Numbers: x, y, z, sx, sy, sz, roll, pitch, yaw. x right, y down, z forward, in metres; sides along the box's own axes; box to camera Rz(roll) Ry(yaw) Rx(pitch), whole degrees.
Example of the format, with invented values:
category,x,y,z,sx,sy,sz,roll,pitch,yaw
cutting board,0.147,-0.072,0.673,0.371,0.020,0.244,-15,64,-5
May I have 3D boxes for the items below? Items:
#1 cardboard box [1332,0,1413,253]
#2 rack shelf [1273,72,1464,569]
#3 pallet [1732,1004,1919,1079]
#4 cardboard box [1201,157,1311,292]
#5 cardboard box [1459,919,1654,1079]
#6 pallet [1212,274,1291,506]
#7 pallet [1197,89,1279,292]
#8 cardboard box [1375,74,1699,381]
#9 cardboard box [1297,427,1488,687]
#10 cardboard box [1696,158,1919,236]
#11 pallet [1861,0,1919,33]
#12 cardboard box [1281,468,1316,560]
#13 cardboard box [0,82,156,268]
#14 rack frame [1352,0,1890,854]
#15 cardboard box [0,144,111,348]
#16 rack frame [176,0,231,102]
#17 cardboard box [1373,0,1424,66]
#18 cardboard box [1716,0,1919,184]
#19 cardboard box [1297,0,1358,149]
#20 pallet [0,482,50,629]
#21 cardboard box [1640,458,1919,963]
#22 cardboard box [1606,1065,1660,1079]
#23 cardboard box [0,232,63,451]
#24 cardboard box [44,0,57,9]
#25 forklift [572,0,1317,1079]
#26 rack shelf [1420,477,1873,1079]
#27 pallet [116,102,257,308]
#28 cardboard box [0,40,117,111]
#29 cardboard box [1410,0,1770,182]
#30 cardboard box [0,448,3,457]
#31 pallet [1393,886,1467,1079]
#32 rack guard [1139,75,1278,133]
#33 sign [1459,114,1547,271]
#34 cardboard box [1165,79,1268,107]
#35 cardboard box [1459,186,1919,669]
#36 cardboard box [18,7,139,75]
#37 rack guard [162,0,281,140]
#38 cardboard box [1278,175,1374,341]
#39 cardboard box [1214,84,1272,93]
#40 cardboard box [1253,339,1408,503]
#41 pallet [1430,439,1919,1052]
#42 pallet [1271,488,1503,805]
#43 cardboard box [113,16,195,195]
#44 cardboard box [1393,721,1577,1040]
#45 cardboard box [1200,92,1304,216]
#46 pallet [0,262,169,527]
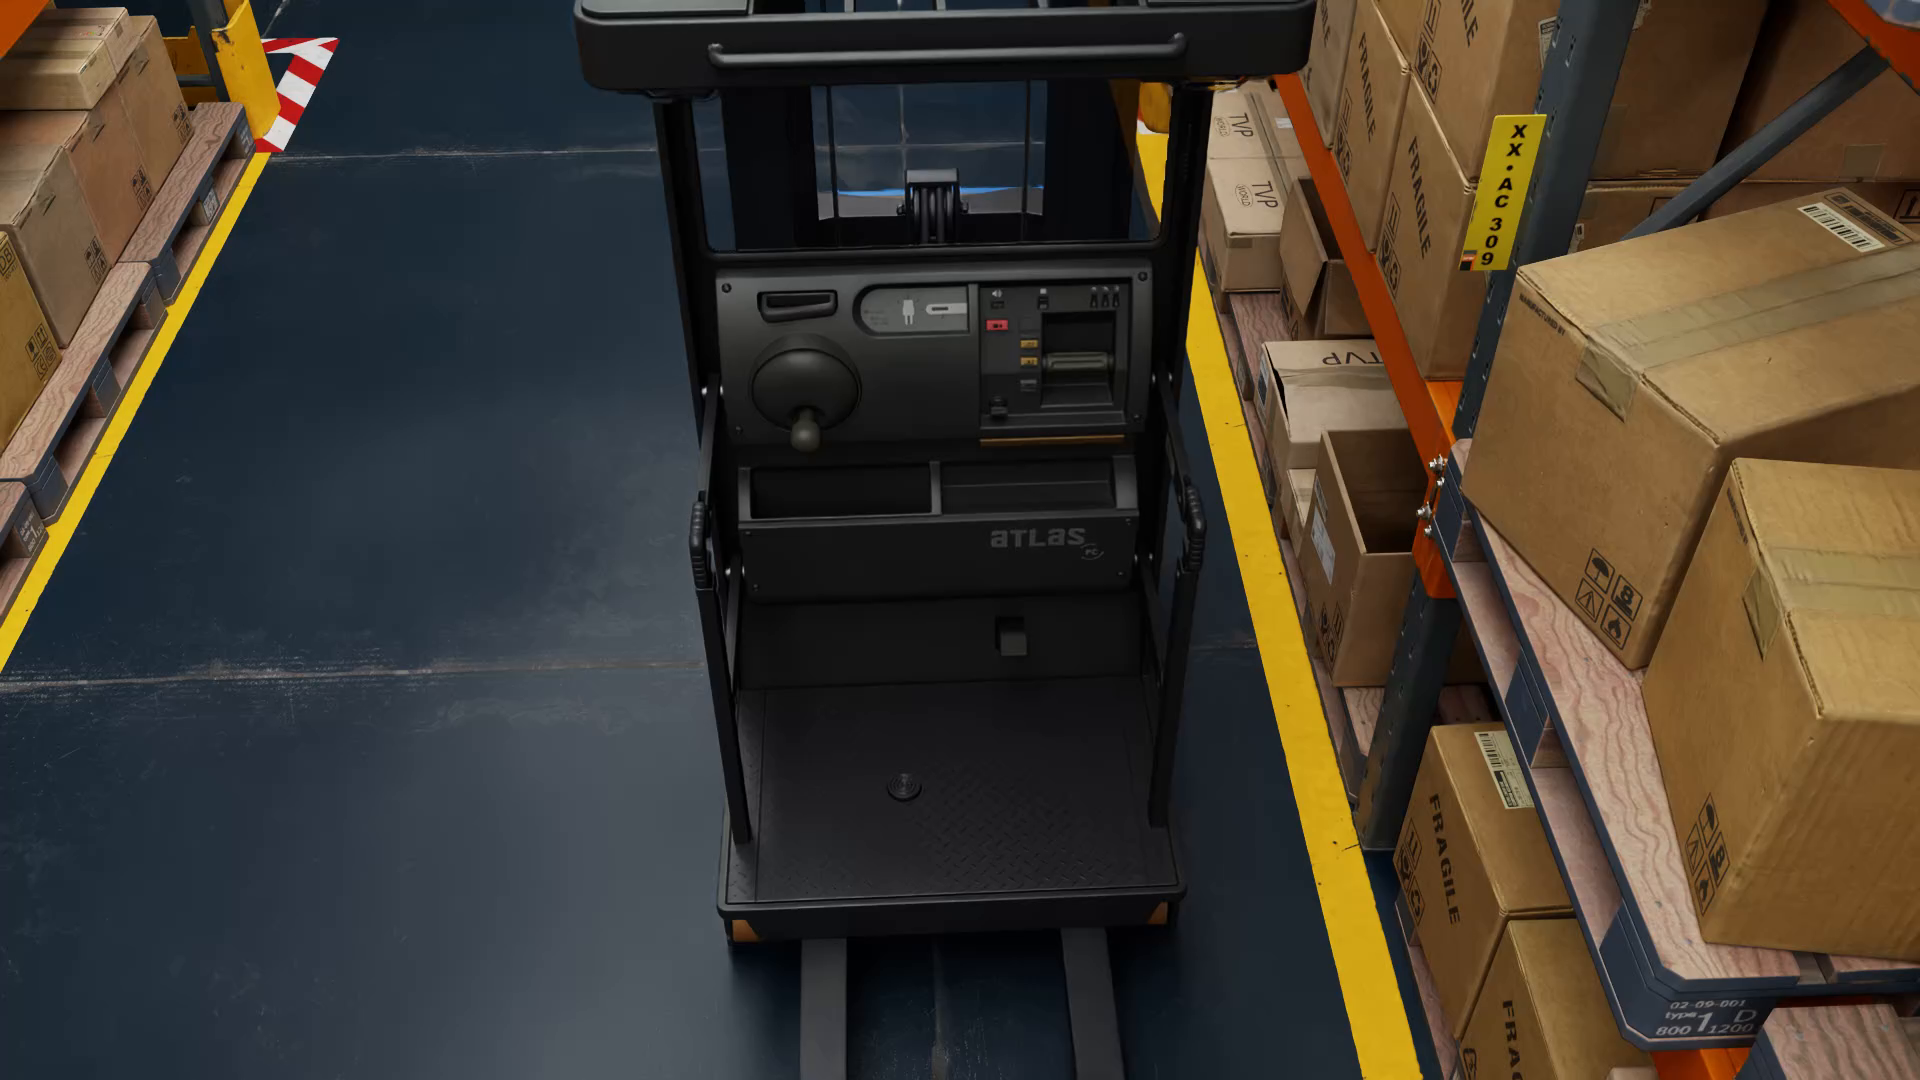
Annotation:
category,x,y,z,sx,sy,sz,roll,pitch,yaw
cardboard box,1.249,-1.057,4.109,0.500,0.500,0.500,-1,43,-1
rack shelf,1.465,-1.427,5.119,1.077,0.370,4.000,-2,43,-2
pallet,1.633,1.117,1.954,1.003,0.211,1.213,-2,43,-2
cardboard box,1.162,-1.140,5.984,0.500,0.250,0.500,-2,43,-2
cardboard box,1.361,1.111,3.342,0.500,0.500,0.500,-1,43,-1
pallet,1.467,-0.603,5.752,1.003,0.211,1.213,-2,43,-2
pallet,1.418,-1.425,6.648,1.003,0.211,1.213,-2,43,-2
cardboard box,1.272,-0.709,3.729,0.500,0.500,0.500,-1,43,-1
cardboard box,1.242,0.041,4.510,0.500,0.500,0.500,-2,43,-2
cardboard box,1.800,-0.731,3.753,0.500,0.500,0.500,-1,43,-1
pallet,1.507,-0.936,1.970,1.213,0.211,1.003,-2,43,-2
cardboard box,1.166,-0.081,4.903,0.380,0.149,0.250,-2,43,-2
cardboard box,-3.418,-1.323,6.013,0.700,0.500,0.500,-2,43,-2
rack frame,1.550,-0.342,3.403,1.000,3.000,0.127,-2,43,-2
cardboard box,-3.396,-0.984,5.642,0.700,0.500,0.500,-3,43,-3
rack frame,-3.569,-2.897,6.191,1.000,3.000,0.127,-2,43,-2
cardboard box,1.245,-1.427,3.773,0.500,0.500,0.500,-2,43,-3
cardboard box,1.811,-1.073,3.387,0.500,0.500,0.500,-1,43,-1
cardboard box,1.225,-1.403,4.487,0.500,0.500,0.500,-1,43,-1
pallet,-3.353,0.315,4.750,1.003,0.211,1.213,-2,43,-2
cardboard box,1.439,0.255,2.367,0.700,0.500,0.500,5,43,5
cardboard box,1.369,1.150,2.745,0.500,0.250,0.500,-2,43,-2
cardboard box,-3.366,-0.624,5.250,0.700,0.500,0.500,-1,43,-1
cardboard box,-3.645,-1.979,6.248,0.380,0.149,0.250,-1,43,-2
forklift,-0.038,-0.309,3.418,1.130,2.935,3.031,-2,43,-2
rack shelf,1.635,1.274,2.173,1.077,0.370,4.000,-2,43,-2
pallet,-3.457,-1.332,6.547,1.003,0.211,1.213,-2,43,-2
cardboard box,-3.240,-1.646,5.885,0.380,0.149,0.250,-1,43,-1
cardboard box,1.270,-1.081,3.396,0.500,0.500,0.500,-1,43,-2
cardboard box,-3.347,-0.277,4.872,0.700,0.500,0.500,-2,43,-2
pallet,1.622,1.234,3.747,1.003,0.211,1.213,-2,43,-2
rack guard,1.383,-2.069,7.138,1.175,0.500,0.348,-2,43,-2
sign,1.008,-0.640,3.088,0.100,0.325,0.005,-2,43,-2
cardboard box,1.054,-1.861,6.844,0.380,0.149,0.250,-2,43,-2
cardboard box,1.347,-0.207,2.871,0.700,0.500,0.500,-15,45,-16
cardboard box,-3.252,-1.819,6.073,0.380,0.149,0.250,-2,43,-2
rack guard,-3.570,-1.992,7.053,1.175,0.500,0.348,-2,43,-2
cardboard box,1.465,-0.852,5.481,0.797,0.503,0.637,-2,43,-2
cardboard box,1.065,-1.699,6.654,0.380,0.166,0.250,-2,43,-2
cardboard box,1.210,-0.396,5.126,0.500,0.311,0.500,-2,43,-2
pallet,1.475,0.272,2.876,1.003,0.211,1.213,-2,43,-2
pallet,1.522,0.223,4.851,1.003,0.211,1.213,-2,43,-2
cardboard box,-3.439,-1.661,6.381,0.700,0.500,0.500,-2,43,-2
cardboard box,1.327,0.751,3.735,0.500,0.500,0.500,-3,43,-4
cardboard box,1.141,-1.478,6.352,0.500,0.250,0.500,-2,43,-2
pallet,-3.408,-0.510,5.651,1.003,0.211,1.213,-2,43,-2
